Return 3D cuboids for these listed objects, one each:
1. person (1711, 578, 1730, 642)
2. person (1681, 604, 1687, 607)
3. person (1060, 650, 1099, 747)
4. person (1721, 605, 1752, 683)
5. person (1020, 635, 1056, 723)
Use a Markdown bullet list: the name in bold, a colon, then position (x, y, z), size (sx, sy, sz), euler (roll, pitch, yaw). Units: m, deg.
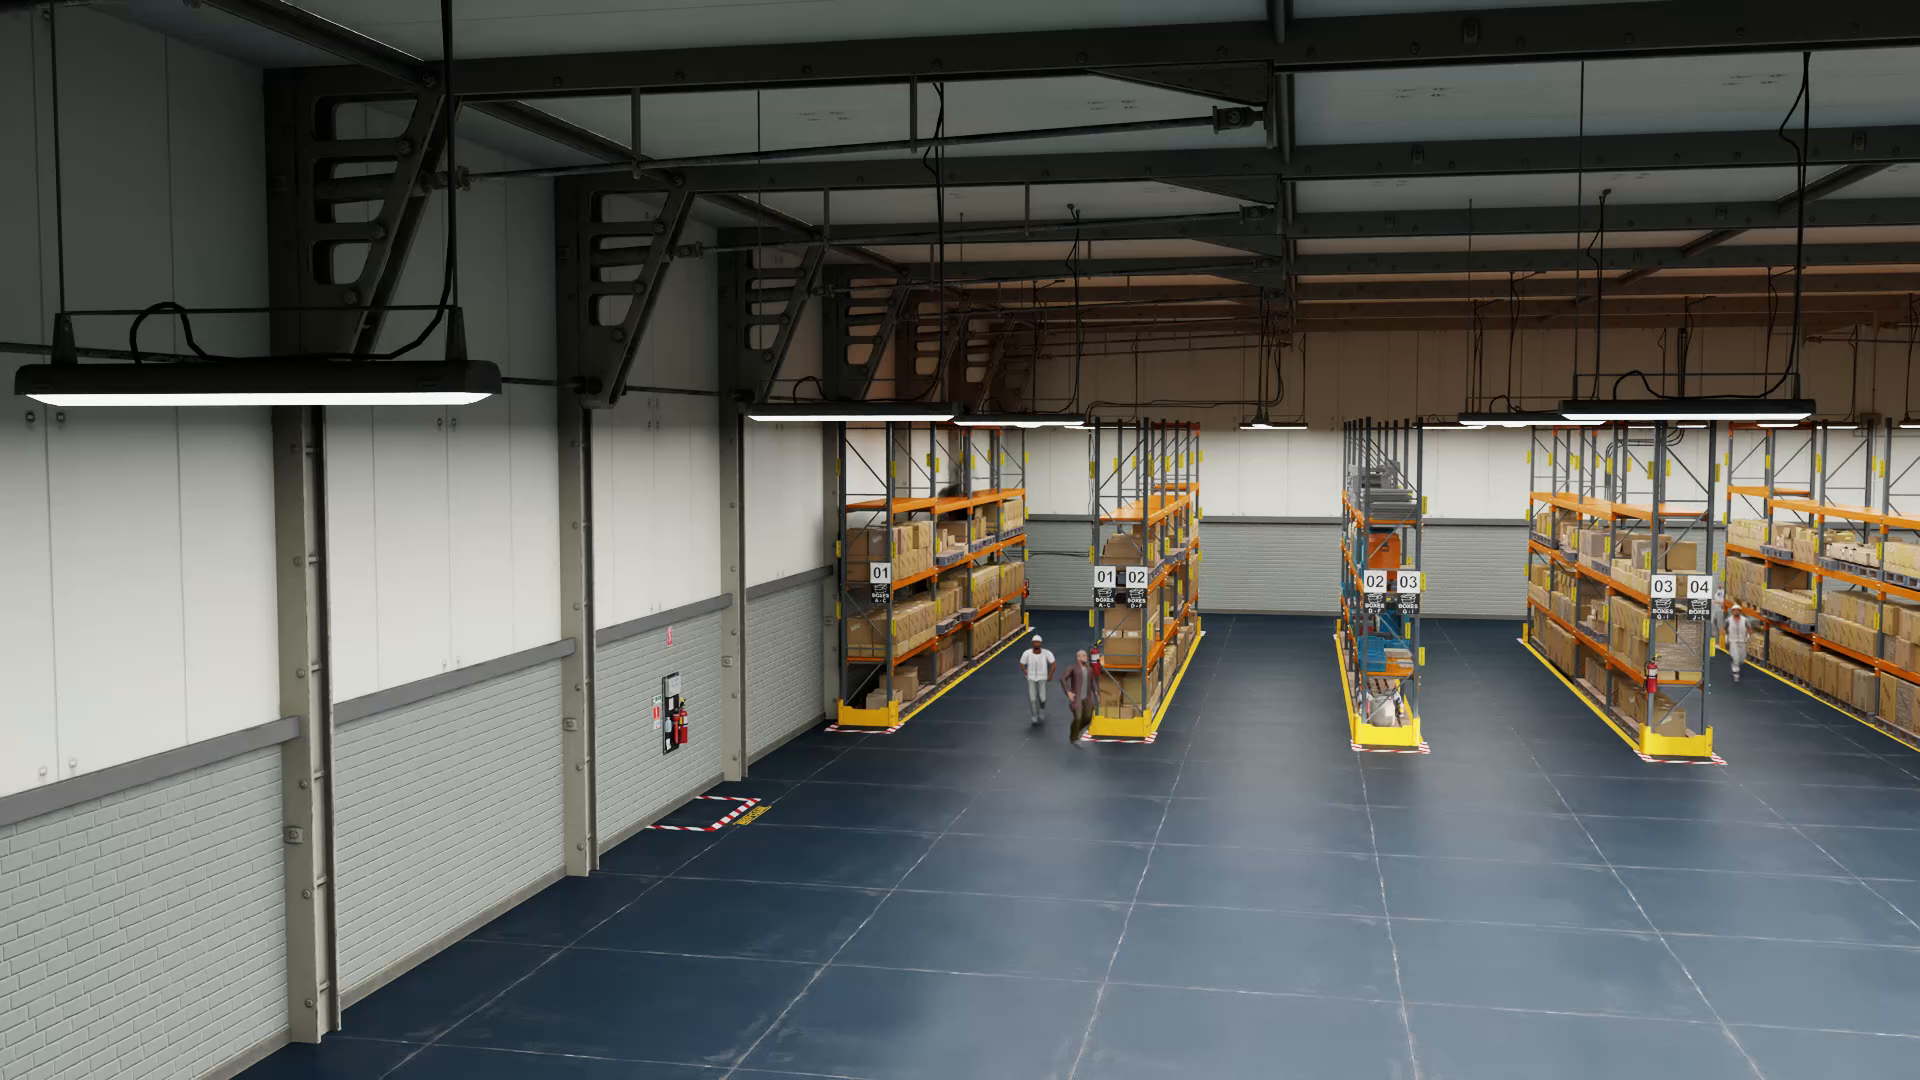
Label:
- **person**: position (20.667, 1.938, 45.219), size (0.637, 1.819, 0.644), euler (0, 4, 1)
- **person**: position (19.061, 2.081, 44.323), size (0.594, 1.518, 0.507), euler (2, 4, 28)
- **person**: position (2.218, 2.897, 30.464), size (0.770, 1.724, 0.551), euler (-2, 4, -25)
- **person**: position (17.876, 2.335, 38.265), size (0.650, 1.699, 0.722), euler (1, 4, 17)
- **person**: position (1.517, 2.734, 32.605), size (0.713, 1.731, 0.581), euler (0, 4, 7)
